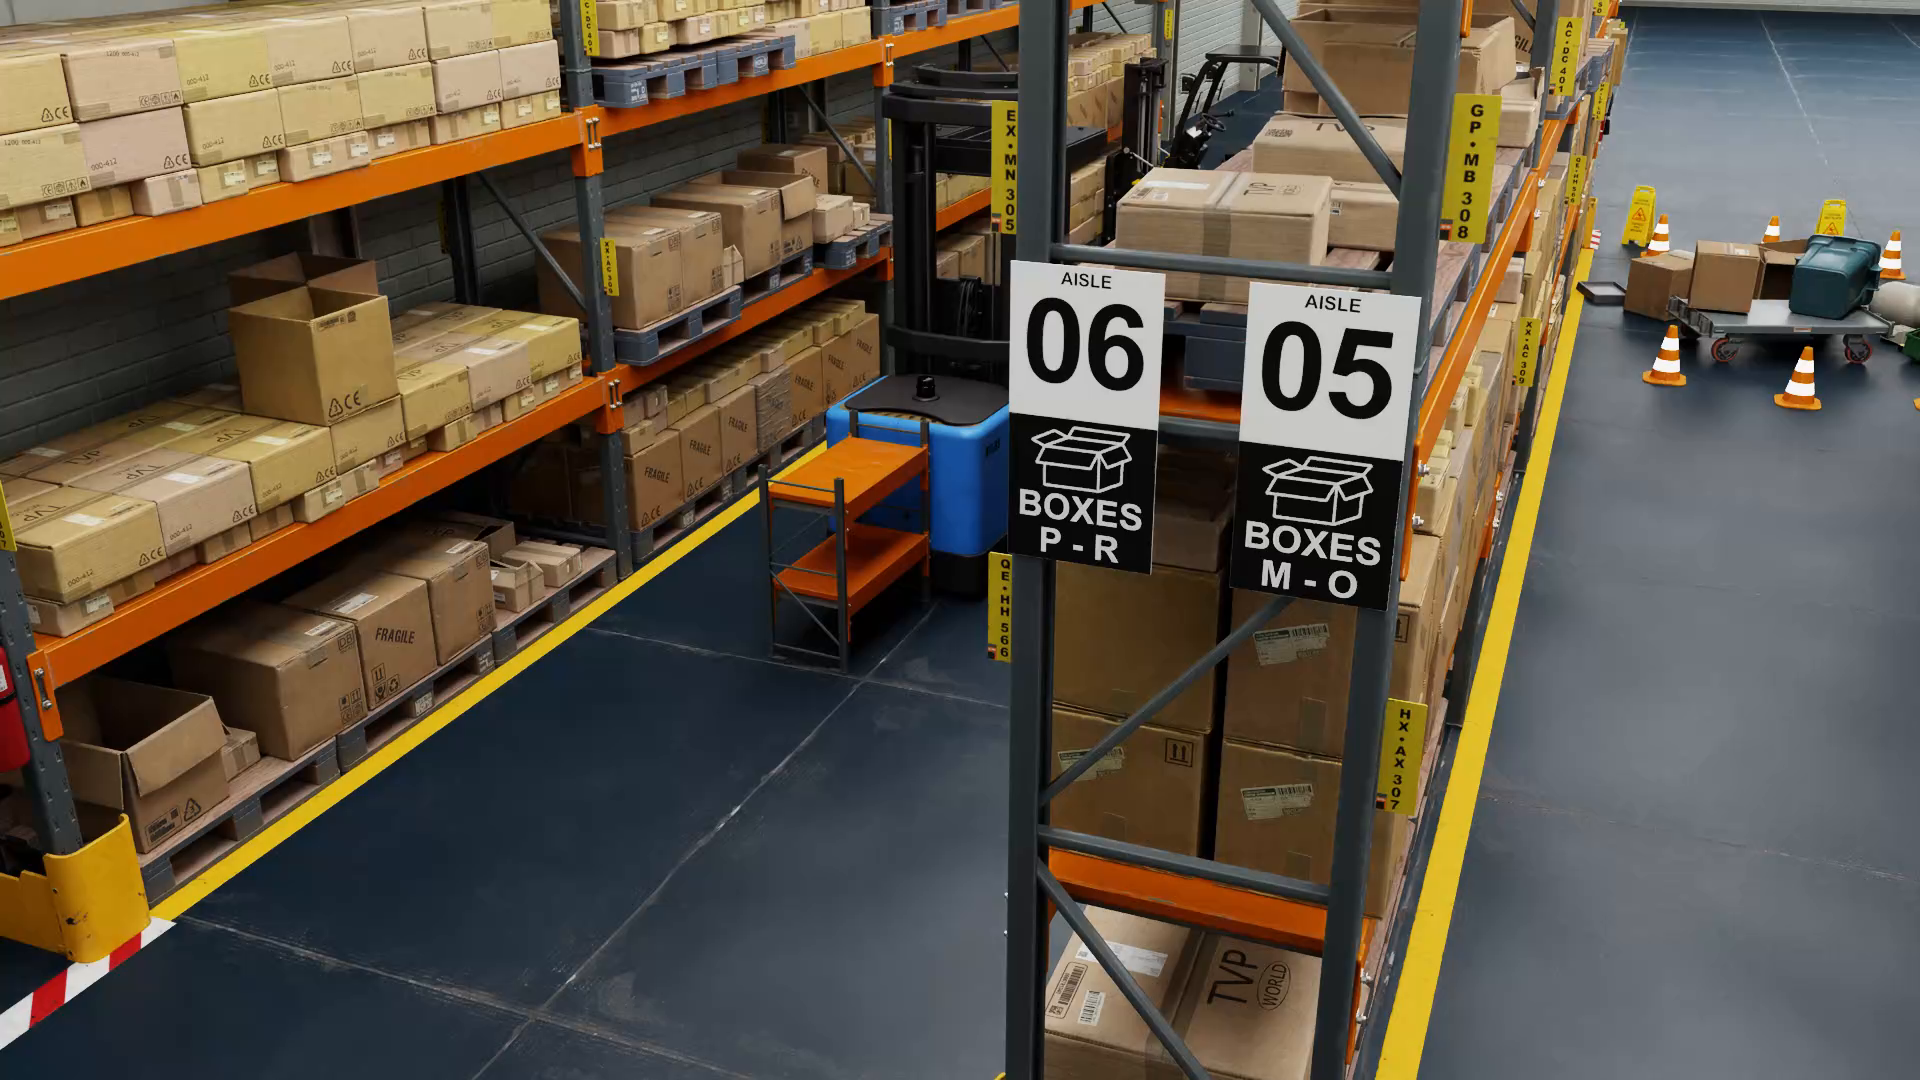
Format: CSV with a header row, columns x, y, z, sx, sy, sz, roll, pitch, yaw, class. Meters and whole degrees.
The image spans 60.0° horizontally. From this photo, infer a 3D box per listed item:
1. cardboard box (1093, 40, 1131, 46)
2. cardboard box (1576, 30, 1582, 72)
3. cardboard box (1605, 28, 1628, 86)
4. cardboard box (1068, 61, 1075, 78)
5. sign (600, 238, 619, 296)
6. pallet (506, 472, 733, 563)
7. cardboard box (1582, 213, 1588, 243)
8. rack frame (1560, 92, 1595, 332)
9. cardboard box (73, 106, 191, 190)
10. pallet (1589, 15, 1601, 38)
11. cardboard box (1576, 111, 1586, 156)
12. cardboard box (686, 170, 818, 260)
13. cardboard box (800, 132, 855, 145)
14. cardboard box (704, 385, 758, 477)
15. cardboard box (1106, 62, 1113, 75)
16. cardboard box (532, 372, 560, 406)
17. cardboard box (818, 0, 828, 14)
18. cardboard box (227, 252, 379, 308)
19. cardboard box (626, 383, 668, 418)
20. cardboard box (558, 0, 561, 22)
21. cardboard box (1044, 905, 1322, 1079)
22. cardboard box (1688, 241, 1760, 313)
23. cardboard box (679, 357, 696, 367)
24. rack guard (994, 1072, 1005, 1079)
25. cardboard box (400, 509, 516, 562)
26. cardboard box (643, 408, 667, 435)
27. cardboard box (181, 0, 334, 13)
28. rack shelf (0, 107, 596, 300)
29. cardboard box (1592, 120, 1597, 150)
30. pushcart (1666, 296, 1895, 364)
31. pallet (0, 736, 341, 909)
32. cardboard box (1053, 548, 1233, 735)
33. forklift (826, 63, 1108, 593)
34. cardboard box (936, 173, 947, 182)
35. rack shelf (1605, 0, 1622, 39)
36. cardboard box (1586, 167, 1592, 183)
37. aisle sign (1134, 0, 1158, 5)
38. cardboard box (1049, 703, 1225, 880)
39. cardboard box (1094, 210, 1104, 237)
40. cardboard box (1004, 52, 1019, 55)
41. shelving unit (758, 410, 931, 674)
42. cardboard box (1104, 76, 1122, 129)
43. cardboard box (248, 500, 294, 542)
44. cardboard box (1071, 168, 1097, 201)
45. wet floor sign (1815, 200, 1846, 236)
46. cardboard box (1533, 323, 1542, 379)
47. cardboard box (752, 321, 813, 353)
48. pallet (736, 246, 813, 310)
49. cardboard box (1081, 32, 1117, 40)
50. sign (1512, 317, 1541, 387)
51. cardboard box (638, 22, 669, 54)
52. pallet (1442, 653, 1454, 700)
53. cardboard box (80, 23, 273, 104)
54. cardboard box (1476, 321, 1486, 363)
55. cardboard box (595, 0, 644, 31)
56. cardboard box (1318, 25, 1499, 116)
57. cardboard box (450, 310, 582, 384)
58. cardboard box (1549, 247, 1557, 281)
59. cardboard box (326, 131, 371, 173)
x,y,z,sx,sy,sz,roll,pitch,yaw,class
1.724,-5.575,18.847,0.380,0.149,0.250,9,24,20,cardboard box
3.114,-2.635,8.904,0.396,0.266,0.258,11,25,24,cardboard box
6.291,-4.863,16.687,0.700,0.500,0.500,8,24,19,cardboard box
0.965,-4.841,17.090,0.380,0.149,0.250,8,24,19,cardboard box
-1.993,-1.549,9.444,0.100,0.325,0.005,9,24,20,sign
-2.233,-0.234,11.037,1.003,0.211,1.213,9,24,20,pallet
6.508,-3.398,18.016,0.500,0.250,0.500,9,24,20,cardboard box
5.082,-3.378,14.946,1.000,3.000,0.127,9,24,20,rack frame
-3.397,-1.550,6.485,0.500,0.250,0.500,9,24,21,cardboard box
4.371,-4.098,13.022,1.213,0.211,1.003,9,24,20,pallet
4.743,-3.196,13.448,0.500,0.500,0.500,10,25,22,cardboard box
-1.449,-2.287,11.654,0.797,0.503,0.637,8,24,19,cardboard box
-1.088,-3.256,13.683,0.380,0.149,0.250,9,24,21,cardboard box
-1.733,-0.776,11.414,0.500,0.500,0.500,8,24,18,cardboard box
1.459,-5.161,18.243,0.380,0.149,0.250,9,24,20,cardboard box
-2.460,-0.862,9.248,0.380,0.149,0.250,9,24,21,cardboard box
-1.158,-3.813,11.773,0.380,0.149,0.250,9,24,21,cardboard box
-3.300,-1.144,8.432,0.500,0.500,0.500,8,24,19,cardboard box
-2.068,-0.892,10.464,0.380,0.149,0.250,8,24,17,cardboard box
-2.422,-3.089,9.627,0.380,0.149,0.250,9,24,20,cardboard box
0.777,1.654,5.678,0.875,0.438,0.875,8,24,18,cardboard box
6.745,-2.330,14.697,0.500,0.500,0.500,9,24,20,cardboard box
-2.068,-1.293,11.810,0.380,0.149,0.250,8,24,18,cardboard box
0.615,2.078,5.126,1.175,0.500,0.348,9,24,20,rack guard
-2.965,0.025,9.742,0.500,0.311,0.500,10,25,22,cardboard box
-2.089,-0.765,10.546,0.380,0.149,0.250,8,24,19,cardboard box
-3.314,-2.402,7.876,0.500,0.250,0.500,8,24,19,cardboard box
-3.243,-1.561,7.637,1.077,0.370,4.000,9,24,20,rack shelf
5.867,-4.040,16.014,0.500,0.500,0.500,9,24,20,cardboard box
7.217,-1.860,14.712,1.648,0.377,0.936,1,23,2,pushcart
-3.662,1.181,7.649,1.003,0.211,1.213,9,24,20,pallet
0.582,0.202,4.948,0.500,0.500,0.500,10,25,22,cardboard box
0.261,-1.572,10.711,1.130,2.935,3.031,10,25,23,forklift
-0.435,-3.120,13.874,0.500,0.250,0.500,10,25,22,cardboard box
5.825,-5.146,16.220,1.077,0.370,4.000,9,24,20,rack shelf
6.242,-3.731,16.999,0.380,0.149,0.250,10,25,22,cardboard box
2.255,-6.700,19.525,0.394,0.787,0.004,9,24,20,aisle sign
0.558,0.660,5.150,0.500,0.500,0.500,9,24,20,cardboard box
1.309,-3.508,18.279,0.500,0.250,0.500,9,24,21,cardboard box
0.677,-5.097,17.702,0.380,0.149,0.250,8,24,19,cardboard box
-0.621,-0.015,9.326,0.538,1.125,1.048,10,25,23,shelving unit
1.451,-4.802,18.225,0.500,0.500,0.500,9,24,20,cardboard box
-3.248,-0.130,7.495,0.380,0.149,0.250,9,24,21,cardboard box
1.142,-3.784,17.641,0.500,0.250,0.500,9,24,20,cardboard box
9.373,-3.344,17.920,0.267,0.644,0.232,5,23,11,wet floor sign
3.109,-1.110,9.710,0.500,0.250,0.500,8,24,19,cardboard box
-1.314,-1.505,12.317,0.380,0.149,0.250,10,24,22,cardboard box
-1.732,-1.871,11.586,1.003,0.211,1.213,9,24,20,pallet
1.634,-5.912,19.654,0.380,0.149,0.250,8,24,19,cardboard box
2.626,-0.872,7.721,0.100,0.325,0.005,9,24,20,sign
-1.891,-2.870,9.489,0.380,0.149,0.250,9,24,21,cardboard box
2.327,0.485,9.316,1.003,0.211,1.213,9,24,20,pallet
-3.207,-1.960,6.819,0.500,0.250,0.500,8,24,19,cardboard box
1.854,-0.812,6.533,0.380,0.149,0.250,9,24,20,cardboard box
-1.982,-2.914,9.208,0.380,0.149,0.250,10,24,22,cardboard box
1.512,-1.454,5.643,0.500,0.500,0.500,9,24,21,cardboard box
-2.463,-1.075,9.242,0.500,0.250,0.500,9,24,21,cardboard box
3.652,-1.898,10.949,0.500,0.250,0.500,9,24,20,cardboard box
-2.904,-1.767,7.522,0.380,0.149,0.250,9,24,21,cardboard box
